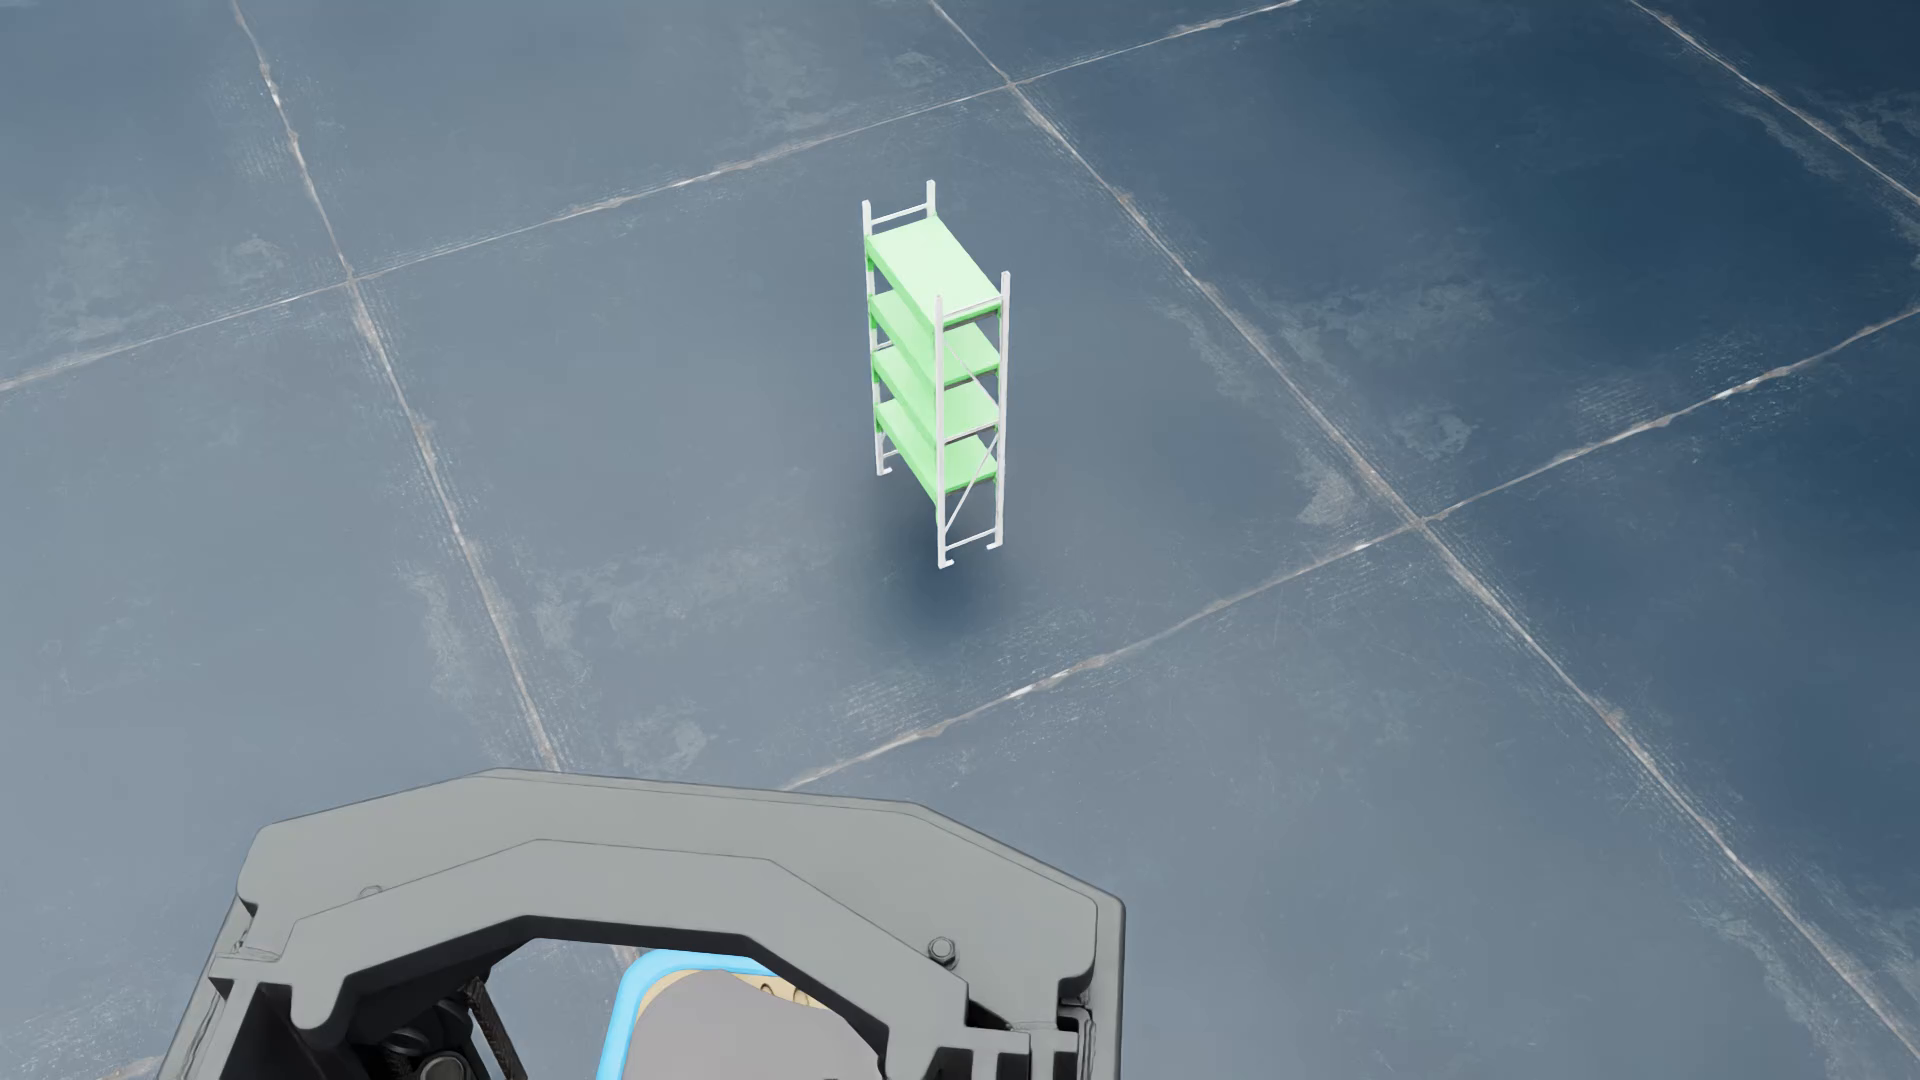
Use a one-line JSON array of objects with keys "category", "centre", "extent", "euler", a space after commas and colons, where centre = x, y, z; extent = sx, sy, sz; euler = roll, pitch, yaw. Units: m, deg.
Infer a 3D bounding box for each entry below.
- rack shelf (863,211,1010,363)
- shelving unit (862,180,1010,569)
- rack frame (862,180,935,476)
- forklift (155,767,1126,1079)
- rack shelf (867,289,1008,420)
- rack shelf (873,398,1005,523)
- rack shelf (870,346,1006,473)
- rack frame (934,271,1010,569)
[{"category": "rack shelf", "centre": [-0.076, -0.780, 5.082], "extent": [0.258, 0.148, 0.480], "euler": [-21, 52, -18]}, {"category": "shelving unit", "centre": [-0.076, -0.506, 5.395], "extent": [0.258, 1.200, 0.503], "euler": [-21, 52, -18]}, {"category": "rack frame", "centre": [-0.187, -0.669, 5.538], "extent": [0.240, 1.200, 0.015], "euler": [-21, 52, -18]}, {"category": "forklift", "centre": [-0.359, 1.754, 2.268], "extent": [1.130, 2.935, 3.031], "euler": [4, 49, 4]}, {"category": "rack shelf", "centre": [-0.076, -0.622, 5.263], "extent": [0.258, 0.148, 0.480], "euler": [-21, 52, -18]}, {"category": "rack shelf", "centre": [-0.076, -0.306, 5.624], "extent": [0.258, 0.148, 0.480], "euler": [-21, 52, -18]}, {"category": "rack shelf", "centre": [-0.076, -0.464, 5.443], "extent": [0.258, 0.148, 0.480], "euler": [-21, 52, -18]}, {"category": "rack frame", "centre": [0.036, -0.342, 5.252], "extent": [0.240, 1.200, 0.015], "euler": [-21, 52, -18]}]
